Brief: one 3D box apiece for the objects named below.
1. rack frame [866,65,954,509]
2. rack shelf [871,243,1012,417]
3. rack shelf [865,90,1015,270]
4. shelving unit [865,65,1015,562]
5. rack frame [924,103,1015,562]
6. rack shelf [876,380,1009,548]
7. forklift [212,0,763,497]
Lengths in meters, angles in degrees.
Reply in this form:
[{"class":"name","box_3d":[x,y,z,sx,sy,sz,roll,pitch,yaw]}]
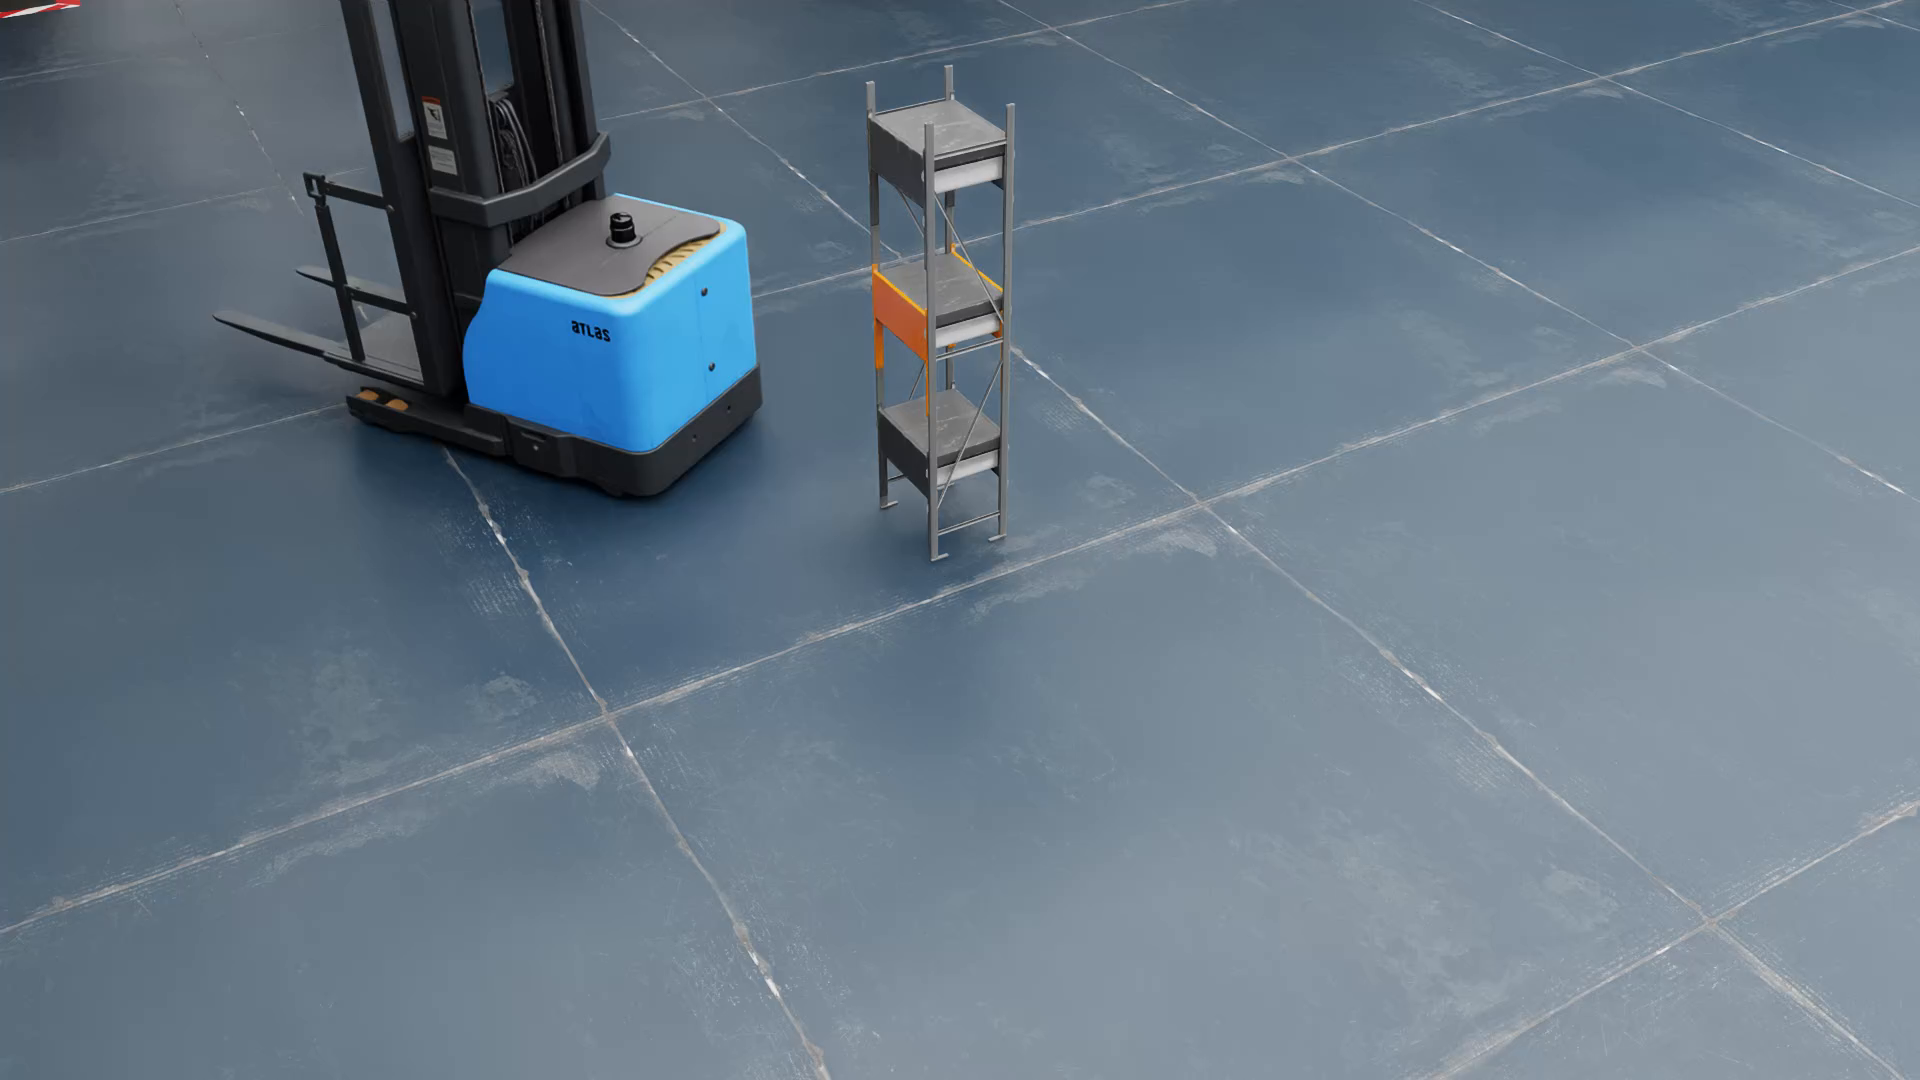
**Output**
[{"class":"rack frame","box_3d":[-0.206,-1.057,7.417,0.400,2.100,0.015,-19,40,-24]},{"class":"rack shelf","box_3d":[-0.083,-0.921,7.254,0.431,0.518,0.480,-19,40,-24]},{"class":"rack shelf","box_3d":[-0.083,-1.487,6.841,0.431,0.518,0.480,-19,40,-24]},{"class":"shelving unit","box_3d":[-0.083,-0.932,7.246,0.431,2.100,0.503,-19,40,-24]},{"class":"rack frame","box_3d":[0.039,-0.808,7.076,0.400,2.100,0.015,-19,40,-24]},{"class":"rack shelf","box_3d":[-0.083,-0.356,7.667,0.431,0.518,0.480,-19,40,-24]},{"class":"forklift","box_3d":[-2.570,-1.994,7.995,3.031,2.935,1.130,17,39,22]}]
